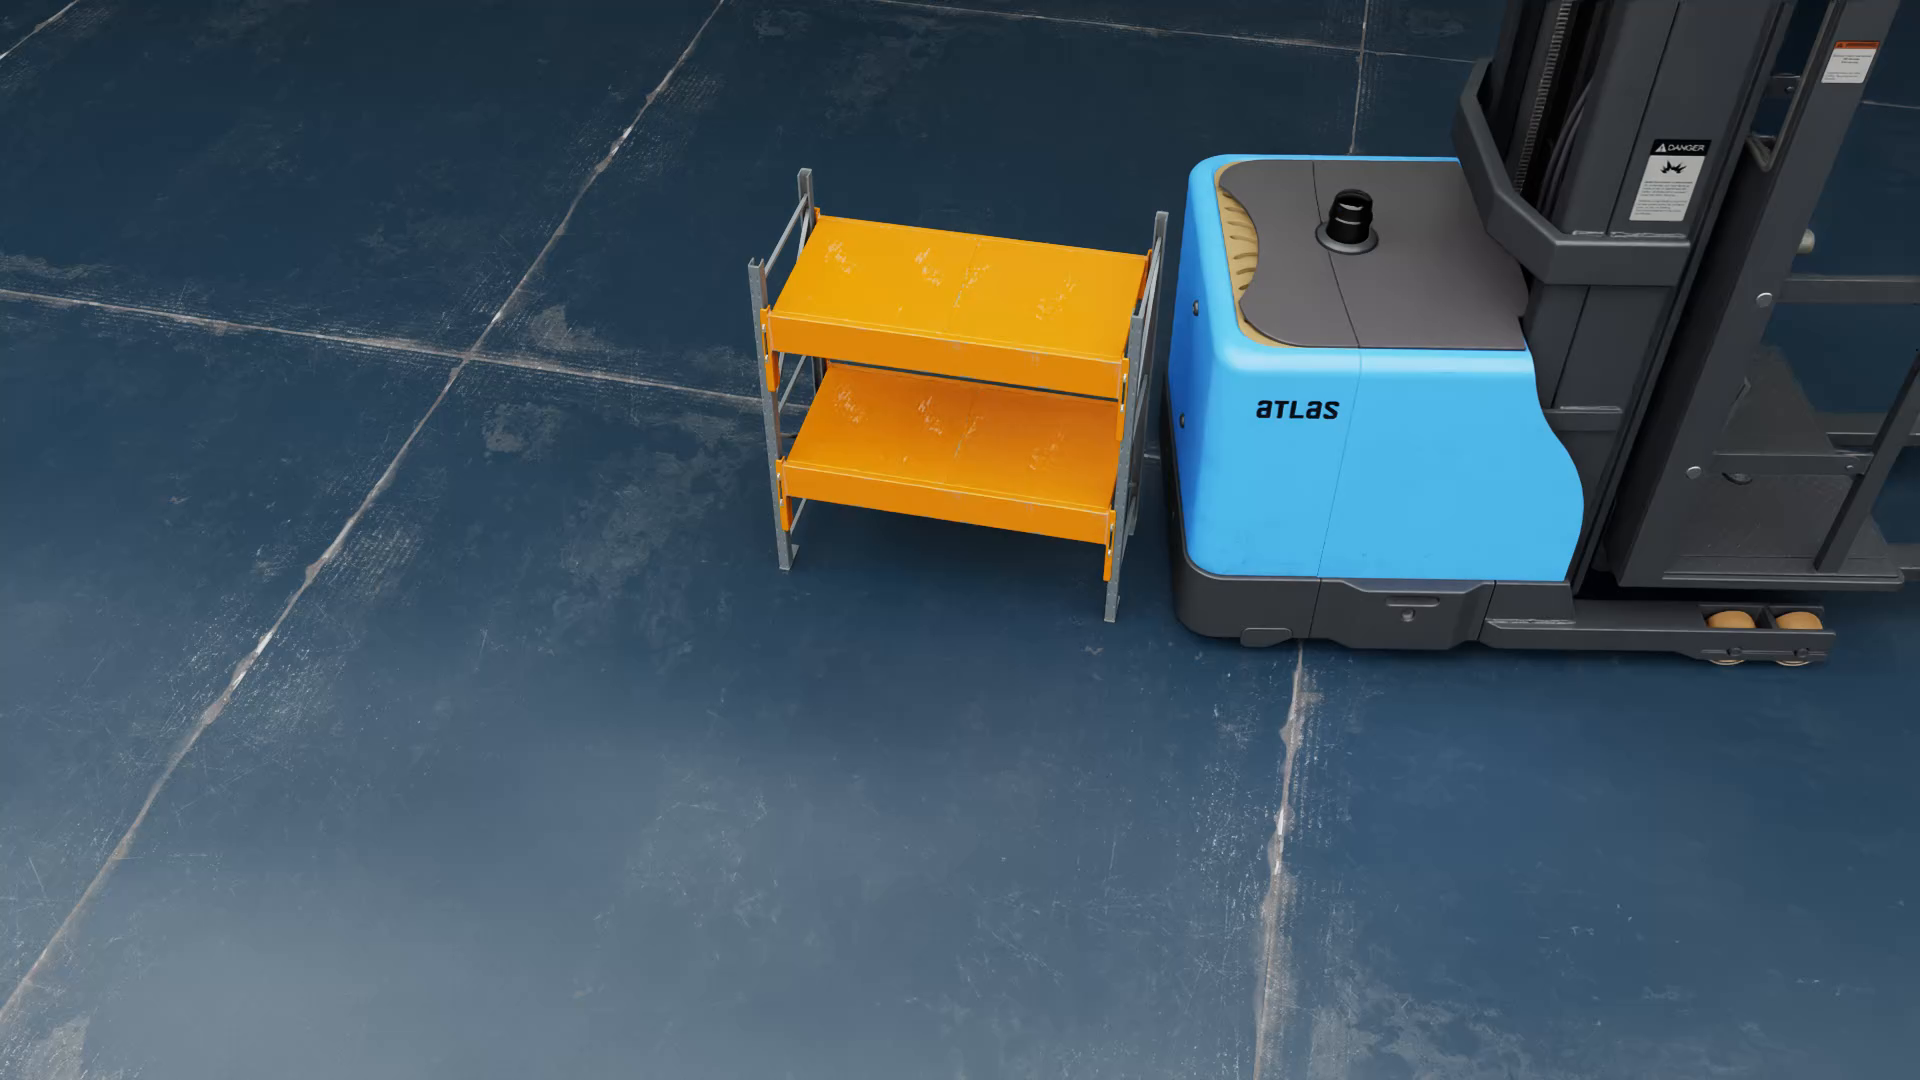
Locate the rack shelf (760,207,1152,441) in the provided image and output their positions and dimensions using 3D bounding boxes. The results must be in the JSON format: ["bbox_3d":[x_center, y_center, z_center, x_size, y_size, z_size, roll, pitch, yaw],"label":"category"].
[{"bbox_3d":[0.007,-0.615,4.656,1.000,0.278,0.538,9,45,9],"label":"rack shelf"}]

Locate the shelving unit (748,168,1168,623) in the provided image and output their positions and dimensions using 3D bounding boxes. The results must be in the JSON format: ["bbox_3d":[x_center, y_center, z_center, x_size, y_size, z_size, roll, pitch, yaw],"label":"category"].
[{"bbox_3d":[0.007,-0.404,4.859,1.048,1.125,0.538,9,45,9],"label":"shelving unit"}]

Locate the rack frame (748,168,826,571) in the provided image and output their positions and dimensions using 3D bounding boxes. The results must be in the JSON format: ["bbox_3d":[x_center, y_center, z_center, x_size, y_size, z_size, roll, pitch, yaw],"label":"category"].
[{"bbox_3d":[-0.489,-0.481,4.939,0.032,1.125,0.500,9,45,9],"label":"rack frame"}]

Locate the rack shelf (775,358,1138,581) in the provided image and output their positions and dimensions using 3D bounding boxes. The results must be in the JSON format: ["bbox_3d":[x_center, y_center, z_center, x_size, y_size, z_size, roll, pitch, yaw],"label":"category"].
[{"bbox_3d":[0.007,-0.228,5.028,1.000,0.278,0.538,9,45,9],"label":"rack shelf"}]

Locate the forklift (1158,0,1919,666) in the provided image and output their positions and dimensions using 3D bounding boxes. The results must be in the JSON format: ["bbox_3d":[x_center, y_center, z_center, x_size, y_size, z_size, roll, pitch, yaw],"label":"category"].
[{"bbox_3d":[2.164,-1.063,4.241,3.031,2.935,1.130,1,44,1],"label":"forklift"}]

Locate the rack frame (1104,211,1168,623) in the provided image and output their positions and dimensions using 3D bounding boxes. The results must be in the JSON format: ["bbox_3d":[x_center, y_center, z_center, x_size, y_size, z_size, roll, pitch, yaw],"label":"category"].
[{"bbox_3d":[0.503,-0.327,4.779,0.032,1.125,0.500,9,45,9],"label":"rack frame"}]
